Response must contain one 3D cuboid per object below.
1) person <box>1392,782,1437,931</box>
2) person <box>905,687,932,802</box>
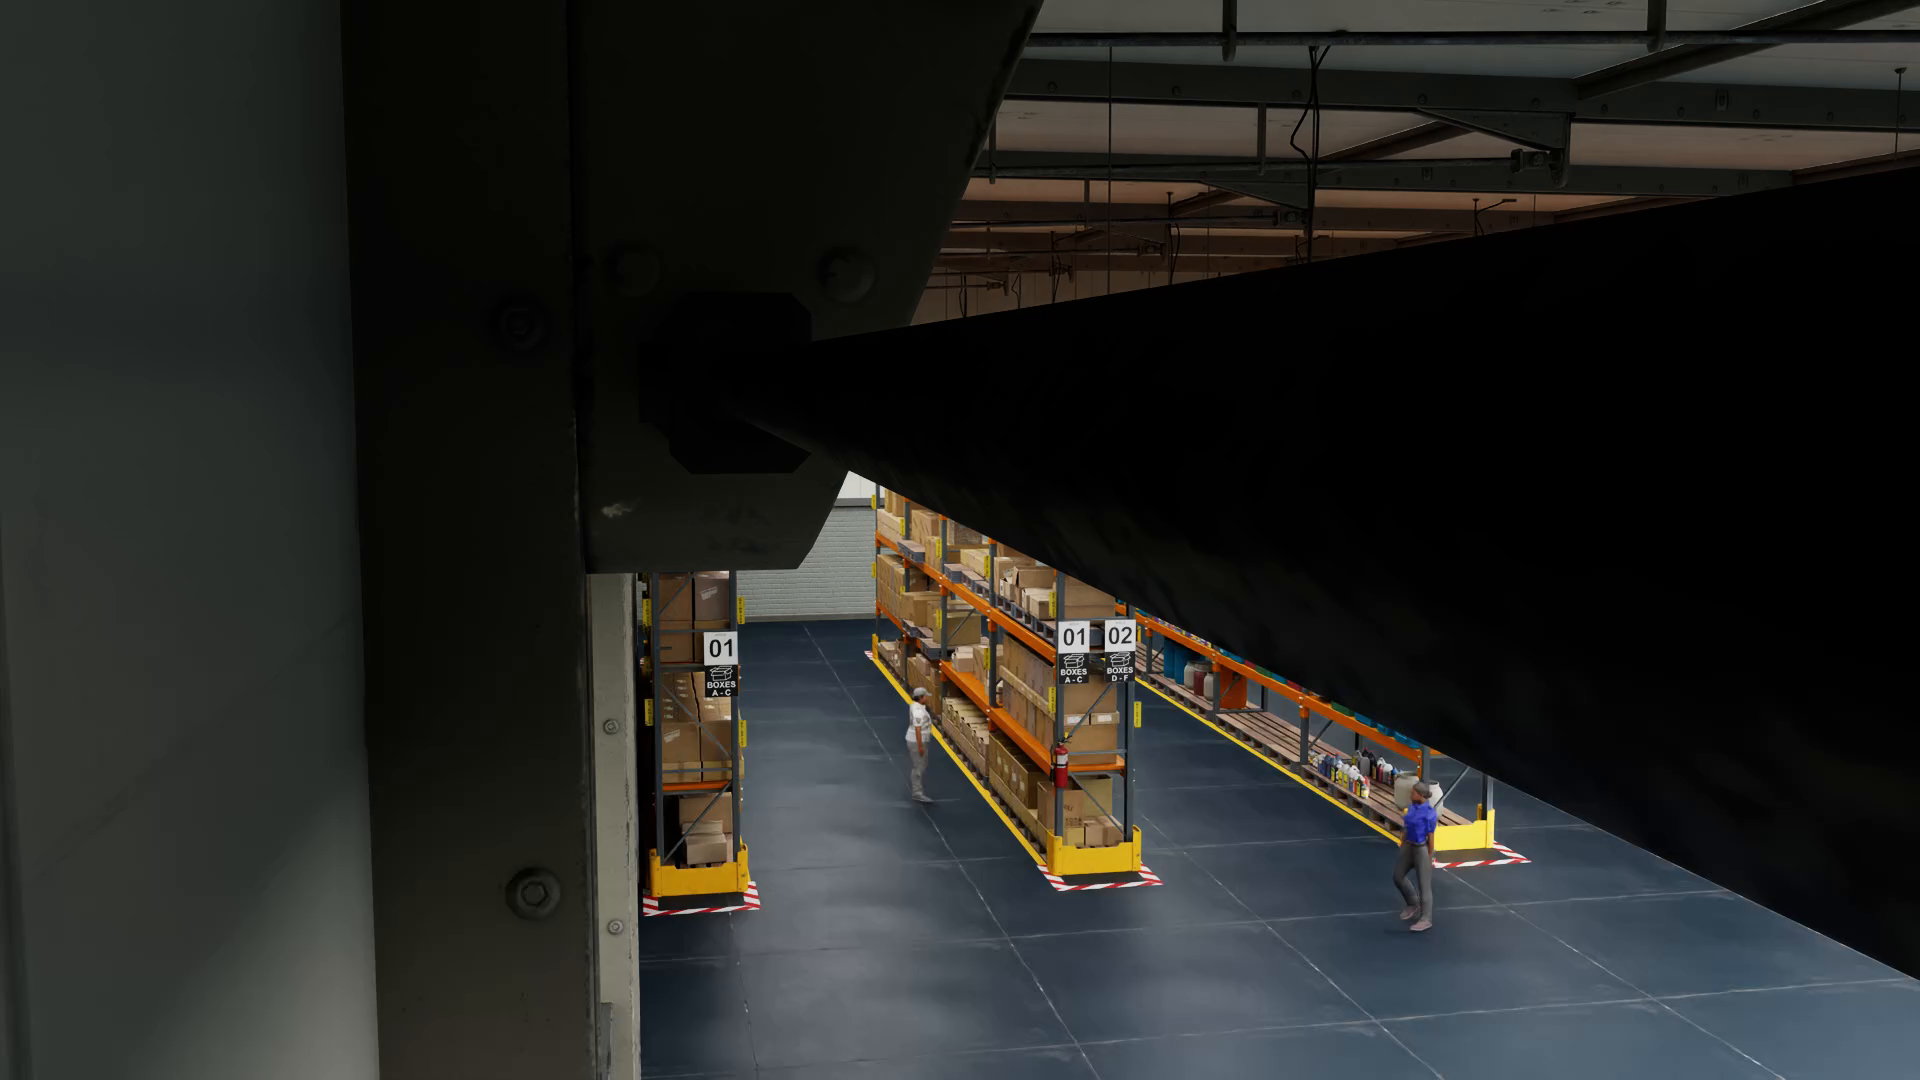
[{"bbox_3d":[5.192,3.562,18.906,0.429,1.676,0.511,-3,7,-28],"label":"person"},{"bbox_3d":[-0.604,3.036,24.518,0.401,1.753,0.546,0,6,-2],"label":"person"}]
